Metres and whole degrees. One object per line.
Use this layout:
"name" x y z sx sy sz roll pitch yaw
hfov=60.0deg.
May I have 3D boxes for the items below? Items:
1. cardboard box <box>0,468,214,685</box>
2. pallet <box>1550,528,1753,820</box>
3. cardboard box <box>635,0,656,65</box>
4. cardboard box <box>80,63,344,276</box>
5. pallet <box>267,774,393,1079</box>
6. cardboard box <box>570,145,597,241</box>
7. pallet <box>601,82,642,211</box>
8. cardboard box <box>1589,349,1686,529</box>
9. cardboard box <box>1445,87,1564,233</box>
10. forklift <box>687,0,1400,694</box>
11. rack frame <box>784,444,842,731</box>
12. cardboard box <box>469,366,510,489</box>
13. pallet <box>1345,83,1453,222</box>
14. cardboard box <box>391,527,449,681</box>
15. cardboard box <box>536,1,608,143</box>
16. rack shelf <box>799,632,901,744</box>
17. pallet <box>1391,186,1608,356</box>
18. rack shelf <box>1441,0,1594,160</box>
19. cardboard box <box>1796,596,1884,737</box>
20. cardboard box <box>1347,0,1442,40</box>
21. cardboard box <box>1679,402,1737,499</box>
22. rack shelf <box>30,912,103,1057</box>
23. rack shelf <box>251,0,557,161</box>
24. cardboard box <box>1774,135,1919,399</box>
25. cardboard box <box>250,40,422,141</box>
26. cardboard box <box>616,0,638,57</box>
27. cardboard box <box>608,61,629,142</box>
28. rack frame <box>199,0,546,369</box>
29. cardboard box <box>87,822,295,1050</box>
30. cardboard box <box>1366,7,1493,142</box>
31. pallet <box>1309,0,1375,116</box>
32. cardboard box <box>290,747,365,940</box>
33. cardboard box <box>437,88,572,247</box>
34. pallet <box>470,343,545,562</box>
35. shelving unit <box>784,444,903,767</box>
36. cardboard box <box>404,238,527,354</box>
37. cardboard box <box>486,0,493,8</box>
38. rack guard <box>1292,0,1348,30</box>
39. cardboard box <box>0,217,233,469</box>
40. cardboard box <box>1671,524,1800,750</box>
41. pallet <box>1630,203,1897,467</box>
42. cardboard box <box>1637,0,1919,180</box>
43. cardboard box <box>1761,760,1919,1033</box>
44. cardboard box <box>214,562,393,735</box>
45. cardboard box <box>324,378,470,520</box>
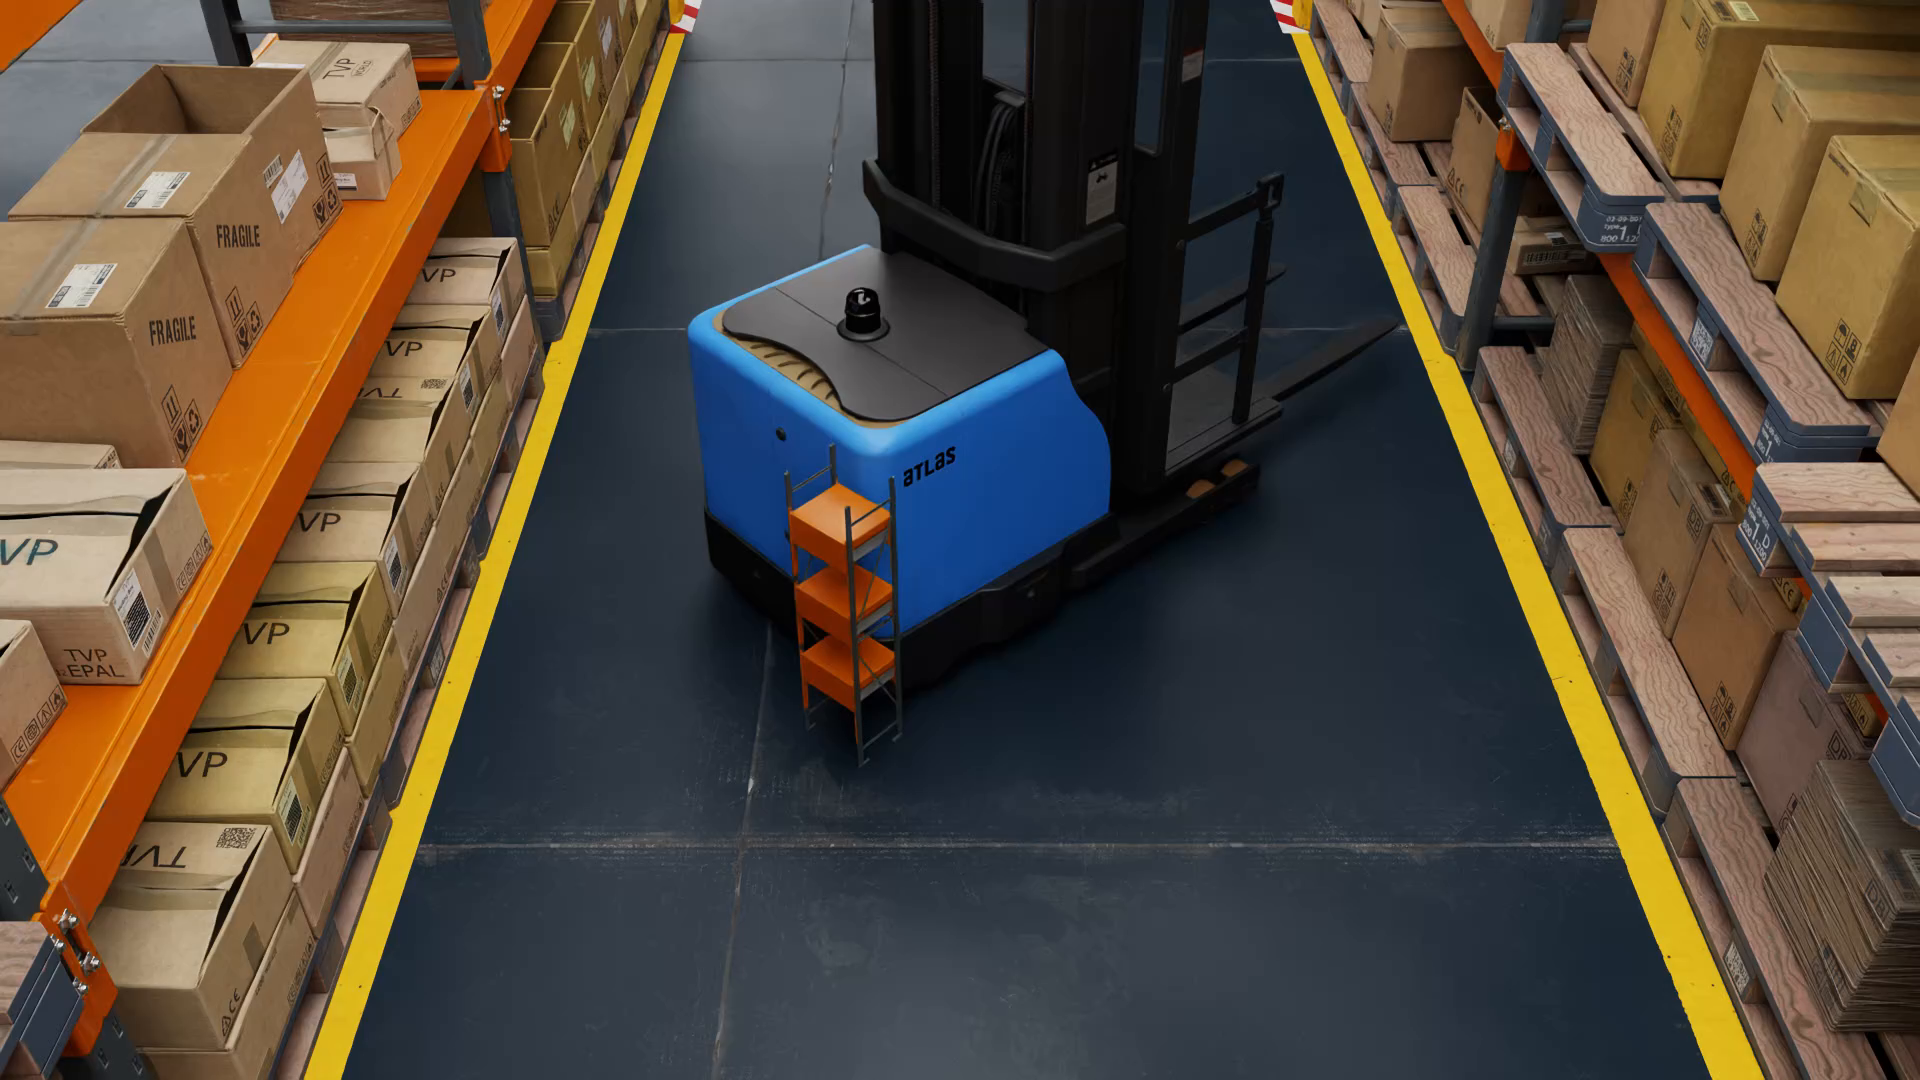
"cardboard box" -2.103 0.056 3.853 0.500 0.311 0.500 0 39 -1
"pallet" 2.660 0.413 5.566 1.003 0.211 1.213 0 39 0
"cardboard box" -1.997 -2.865 9.290 0.500 0.250 0.500 0 39 0
"cardboard box" -2.316 -1.150 5.206 0.500 0.500 0.500 3 39 3
"pallet" -2.258 1.154 4.641 1.003 0.211 1.213 0 39 0
"cardboard box" -1.994 -1.614 7.729 0.500 0.250 0.500 0 39 0
"pallet" -2.264 -2.095 8.695 1.003 0.211 1.213 0 39 0
"cardboard box" 2.721 -0.339 5.922 0.700 0.500 0.500 -1 39 -1
"cardboard box" 2.612 -1.772 7.709 0.500 0.500 0.500 -3 39 -3
"forklift" 0.521 -1.425 5.685 3.031 2.935 1.130 -29 47 -31
"rack frame" -0.439 0.172 5.196 0.008 1.050 0.200 29 47 31
"cardboard box" -2.012 -0.436 6.259 0.500 0.250 0.500 -1 39 -1
"pallet" 2.613 -2.023 8.606 1.003 0.211 1.213 0 39 0
"cardboard box" -2.011 0.202 5.462 0.500 0.250 0.500 1 39 1
"cardboard box" -1.989 -2.220 7.885 0.500 0.500 0.500 0 39 0
"rack shelf" -0.348 0.448 5.313 0.240 0.259 0.215 29 47 31
"pallet" 2.617 -1.258 7.652 1.003 0.211 1.213 0 39 0
"rack shelf" 2.651 -2.897 8.041 1.077 0.370 4.000 0 39 0
"cardboard box" 2.667 0.279 4.550 0.500 0.250 0.500 1 39 1
"cardboard box" 2.559 -3.118 9.540 0.500 0.311 0.500 -4 39 -5
"cardboard box" 2.679 -0.354 5.341 0.500 0.250 0.500 -1 39 -1
"rack shelf" -2.294 2.112 1.791 1.077 0.370 4.000 0 39 0
"rack shelf" -2.303 -2.891 8.034 1.077 0.370 4.000 0 39 0
"cardboard box" 2.623 -0.709 4.304 0.700 0.500 0.500 0 39 0
"cardboard box" -2.256 -1.554 5.911 0.500 0.250 0.500 2 39 3
"cardboard box" -1.991 -2.845 8.665 0.500 0.500 0.500 0 39 0
"cardboard box" -1.995 -2.240 8.509 0.500 0.250 0.500 0 39 0
"rack frame" -2.301 -1.921 6.248 1.000 3.000 0.127 0 39 0
"cardboard box" -2.003 0.943 4.089 0.500 0.311 0.500 1 39 1
"cardboard box" 2.511 -2.376 8.464 0.700 0.500 0.500 -2 39 -3
"pallet" 2.614 -2.784 9.556 1.003 0.211 1.213 0 39 0
"cardboard box" -2.004 0.848 4.656 0.500 0.250 0.500 -1 39 -1
"cardboard box" -1.988 -1.594 7.104 0.500 0.500 0.500 0 39 0
"pallet" -2.261 -0.372 6.545 1.003 0.211 1.213 0 39 0
"shelving unit" -0.348 0.222 5.133 0.252 1.050 0.215 29 47 31
"cardboard box" -2.014 -0.977 6.485 0.500 0.311 0.500 0 39 0
"cardboard box" -2.315 -2.567 6.975 0.700 0.500 0.500 0 39 -1
"rack guard" 2.648 -3.405 10.099 1.175 0.500 0.348 0 39 0
"cardboard box" -2.314 -0.508 4.405 0.500 0.500 0.500 -2 39 -2
"cardboard box" 2.691 0.295 5.130 0.700 0.500 0.500 0 39 0
"pallet" 2.614 -0.588 4.739 1.003 0.211 1.213 0 39 0
"cardboard box" 2.613 -1.470 5.253 0.700 0.500 0.500 4 39 5
"cardboard box" 2.605 0.928 4.340 0.700 0.500 0.500 0 39 1
"cardboard box" -2.010 0.296 4.897 0.500 0.311 0.500 -1 39 -1
"cardboard box" -2.008 -0.340 5.690 0.500 0.311 0.500 0 39 0
